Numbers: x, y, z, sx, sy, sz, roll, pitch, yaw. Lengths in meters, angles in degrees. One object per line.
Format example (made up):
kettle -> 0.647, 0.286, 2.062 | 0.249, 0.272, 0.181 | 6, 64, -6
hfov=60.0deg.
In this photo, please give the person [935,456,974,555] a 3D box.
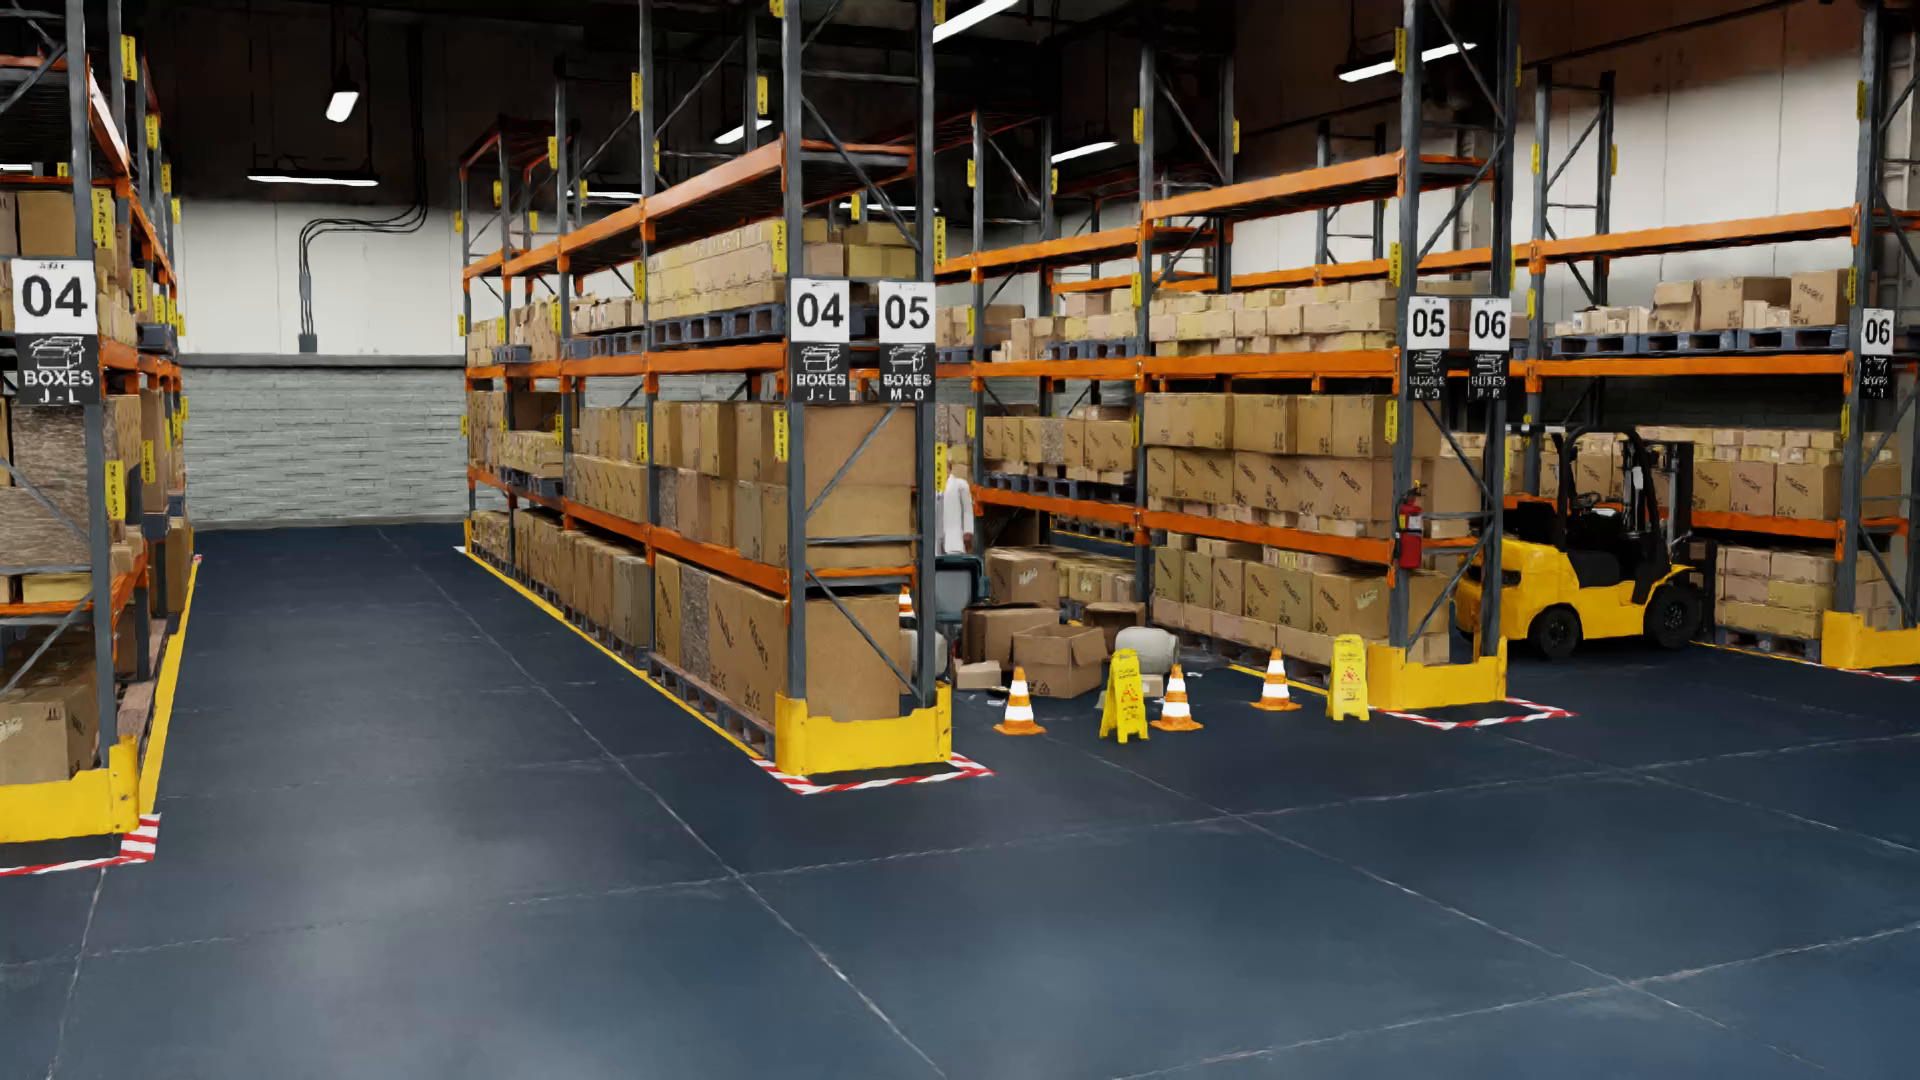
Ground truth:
person -> -0.153, -0.036, 18.051 | 0.650, 1.752, 0.647 | 3, 6, 28
